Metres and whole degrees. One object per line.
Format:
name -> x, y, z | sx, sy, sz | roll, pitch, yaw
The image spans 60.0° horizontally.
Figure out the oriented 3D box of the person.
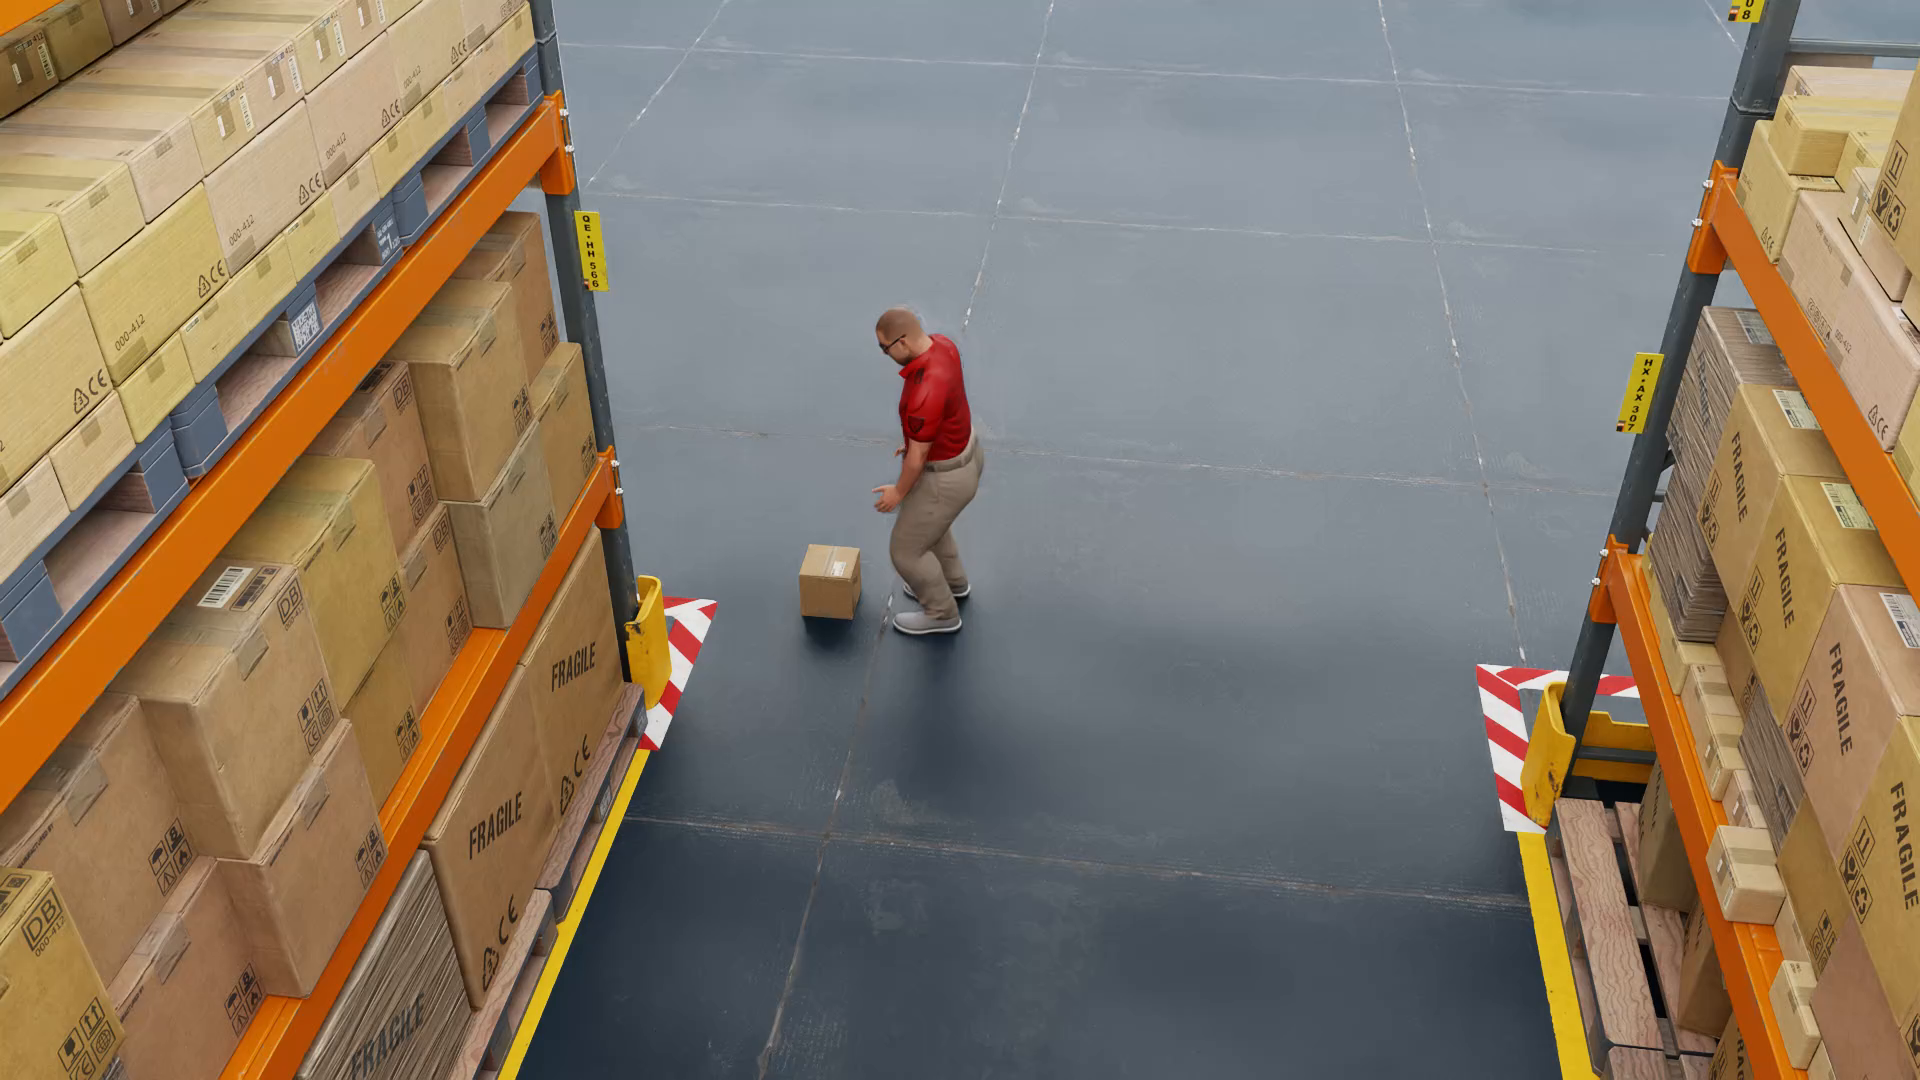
person -> -0.108, -0.246, 7.594 | 0.407, 1.508, 0.560 | 5, 36, 7
